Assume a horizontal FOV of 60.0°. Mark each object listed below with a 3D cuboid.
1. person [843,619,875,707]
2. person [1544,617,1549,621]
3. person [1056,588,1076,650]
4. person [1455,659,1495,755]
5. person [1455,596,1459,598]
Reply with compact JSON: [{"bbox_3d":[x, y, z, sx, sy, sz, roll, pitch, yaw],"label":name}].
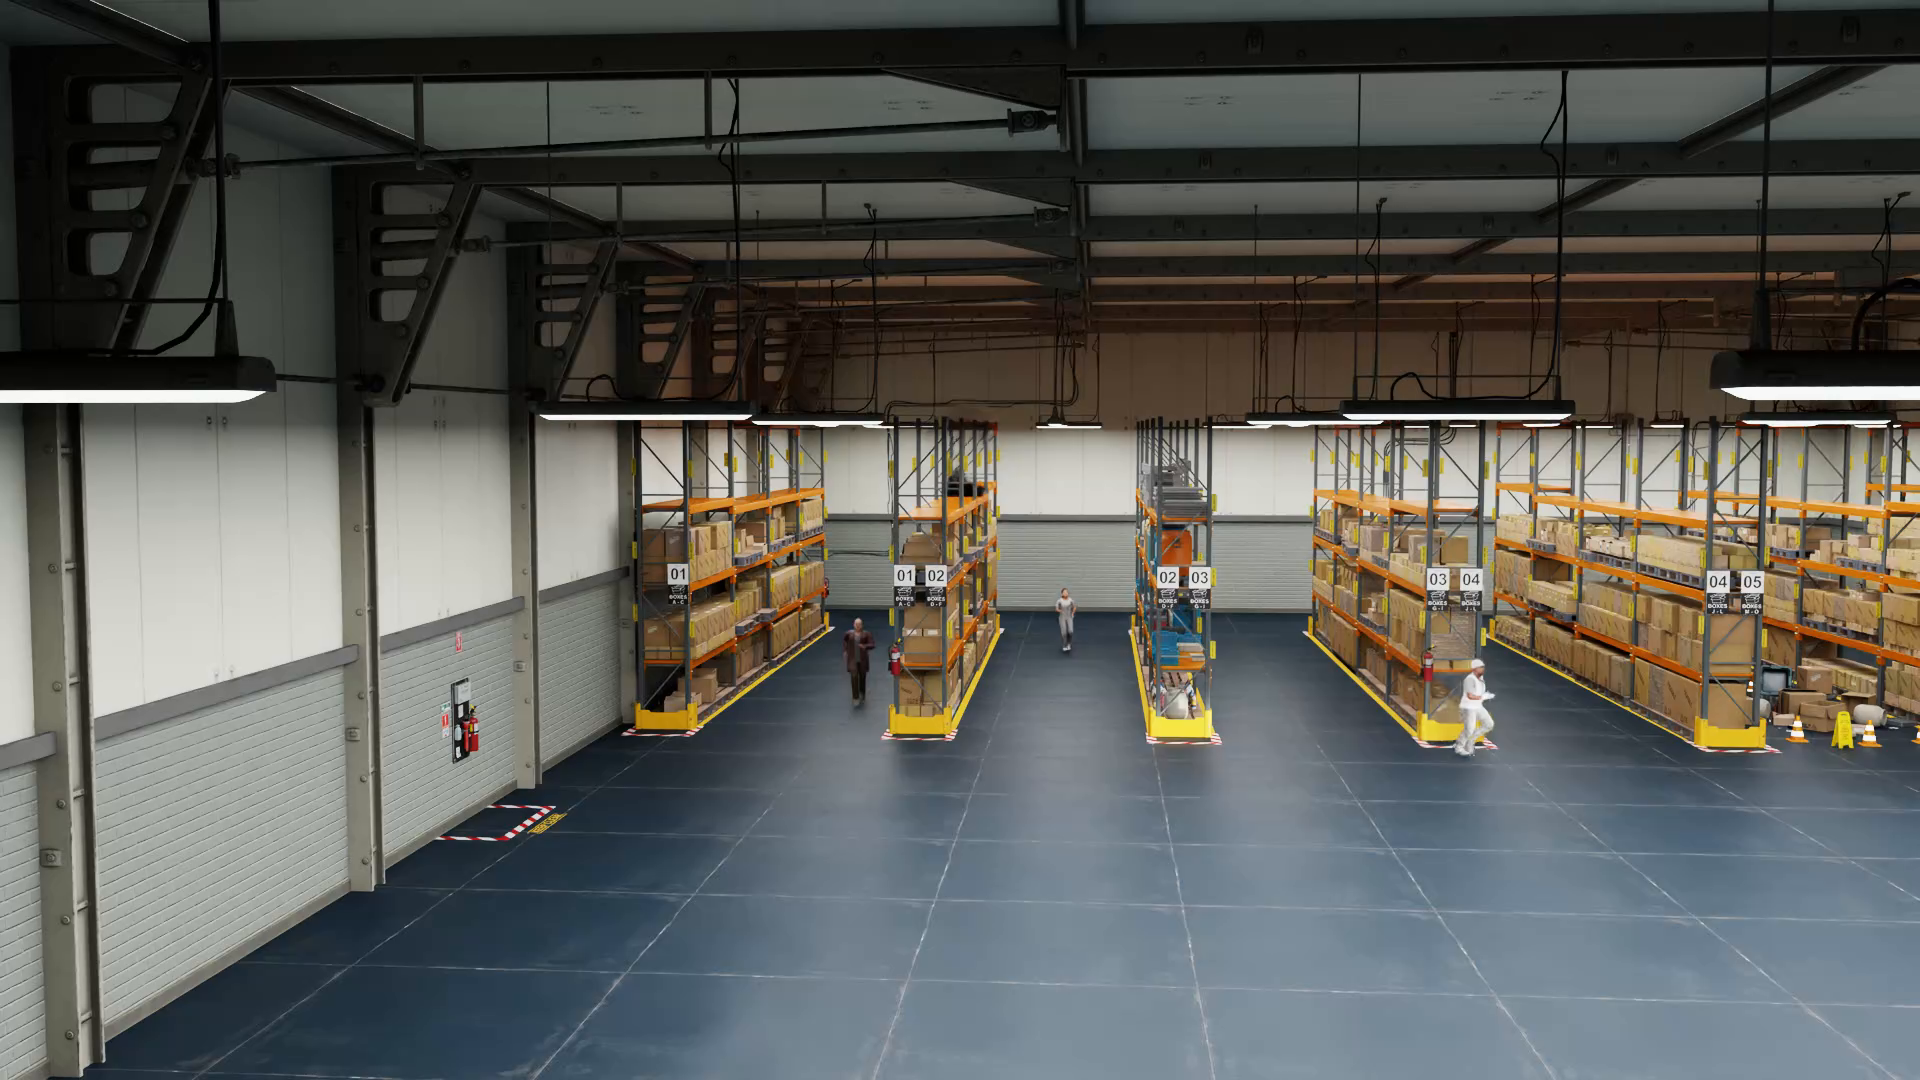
[{"bbox_3d":[-2.119,2.530,34.783,0.690,1.789,1.046,0,4,-2],"label":"person"},{"bbox_3d":[17.004,1.768,47.546,0.884,1.742,0.661,0,4,6],"label":"person"},{"bbox_3d":[2.761,2.072,43.198,0.552,1.630,0.585,0,4,-2],"label":"person"},{"bbox_3d":[9.026,2.935,29.100,0.757,1.724,0.727,3,5,40],"label":"person"},{"bbox_3d":[13.613,1.894,46.588,0.684,1.597,0.855,3,4,34],"label":"person"}]
